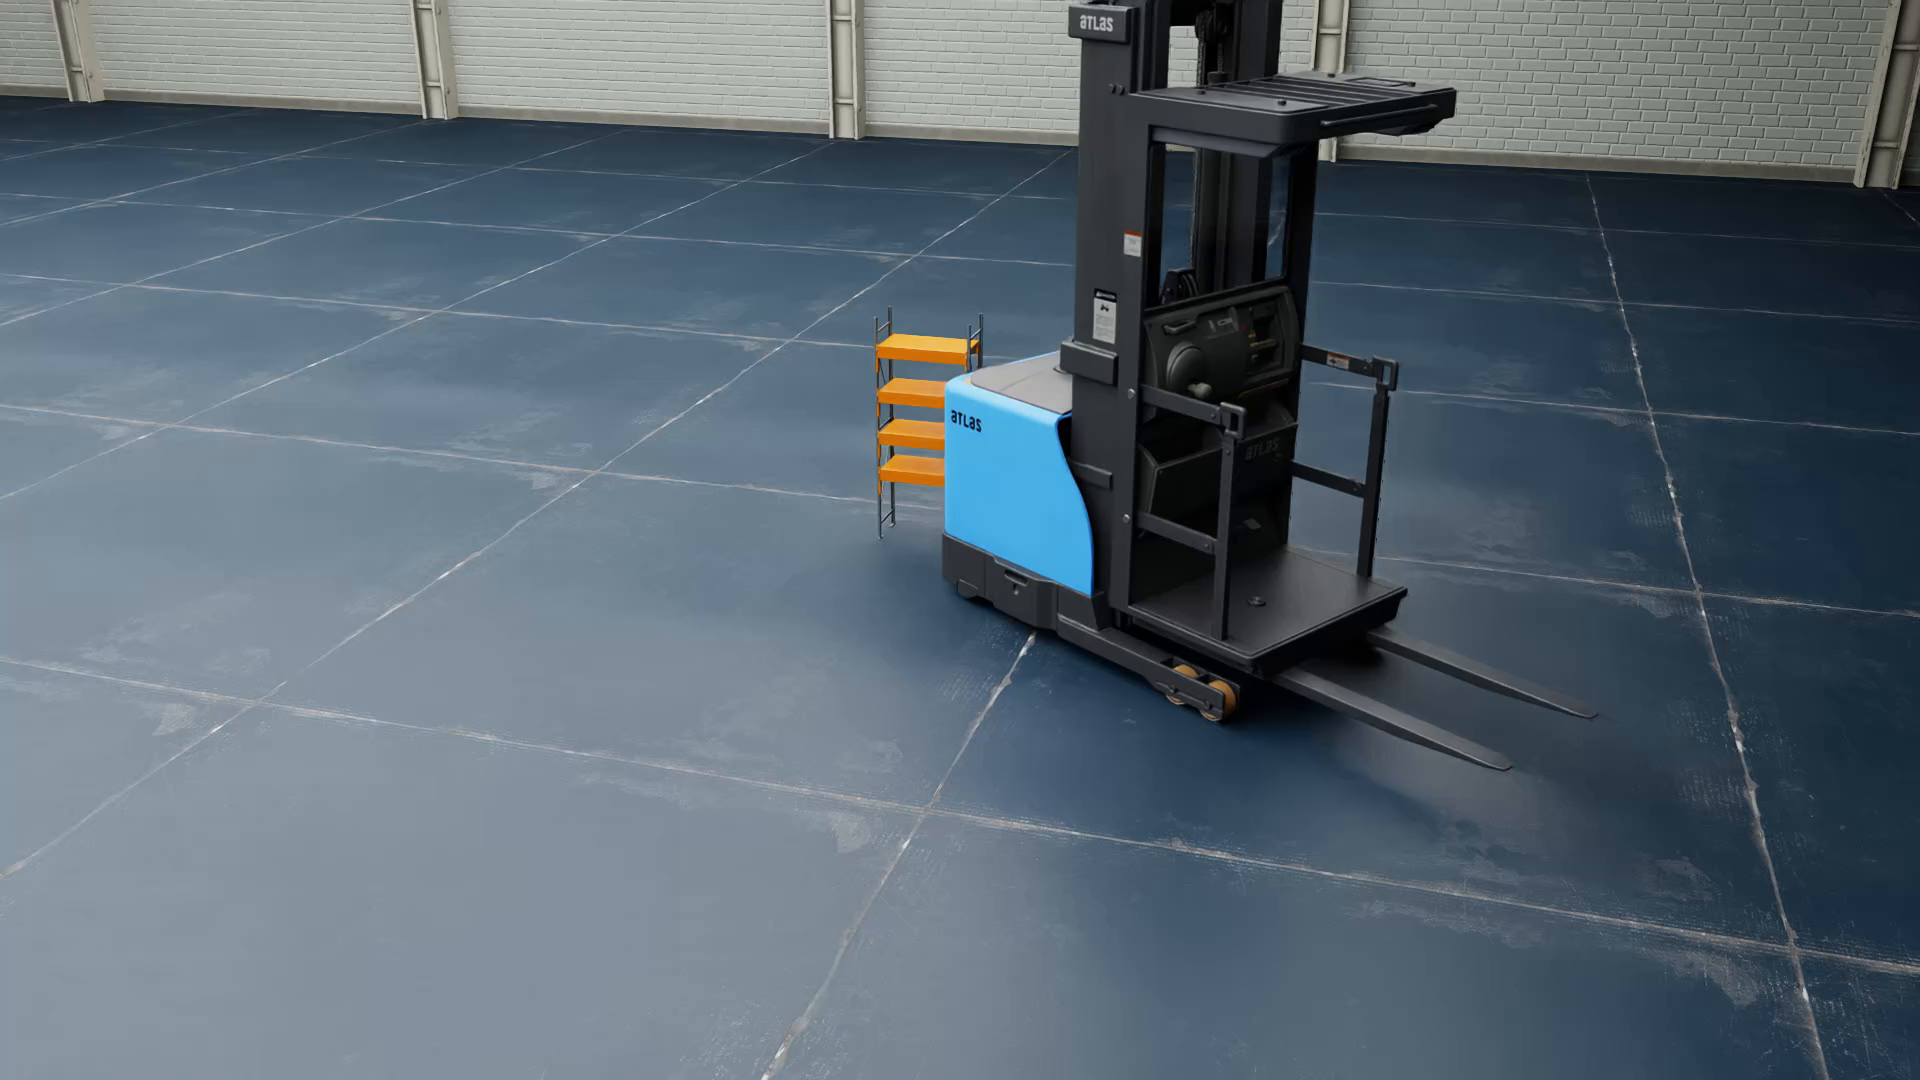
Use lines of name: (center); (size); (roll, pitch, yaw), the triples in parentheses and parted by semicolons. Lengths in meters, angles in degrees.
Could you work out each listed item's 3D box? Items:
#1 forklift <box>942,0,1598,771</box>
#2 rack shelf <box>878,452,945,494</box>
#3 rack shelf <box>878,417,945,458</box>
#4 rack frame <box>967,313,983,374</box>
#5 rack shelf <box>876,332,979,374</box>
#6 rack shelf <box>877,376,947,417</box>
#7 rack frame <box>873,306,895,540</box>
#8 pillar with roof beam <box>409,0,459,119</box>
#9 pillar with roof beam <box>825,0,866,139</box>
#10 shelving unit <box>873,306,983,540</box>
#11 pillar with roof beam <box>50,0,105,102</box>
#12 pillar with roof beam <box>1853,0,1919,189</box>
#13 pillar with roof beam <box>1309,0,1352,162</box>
forklift: (1.260, -0.818, 6.901); (1.130, 2.935, 3.031); (-18, 29, -38)
rack shelf: (-0.158, -0.327, 8.687); (0.480, 0.148, 0.258); (7, 23, 16)
rack shelf: (-0.158, -0.511, 8.612); (0.480, 0.148, 0.258); (7, 23, 16)
rack frame: (0.075, -0.547, 8.521); (0.015, 1.200, 0.240); (7, 23, 16)
rack shelf: (-0.158, -0.937, 8.437); (0.480, 0.148, 0.258); (7, 23, 16)
rack shelf: (-0.158, -0.718, 8.527); (0.480, 0.148, 0.258); (7, 23, 16)
rack frame: (-0.392, -0.600, 8.652); (0.015, 1.200, 0.240); (7, 23, 16)
pillar with roof beam: (-8.433, -8.461, 17.539); (0.400, 9.000, 9.100); (7, 23, 16)
pillar with roof beam: (-2.689, -7.803, 15.936); (0.400, 9.000, 9.100); (7, 23, 16)
shelving unit: (-0.158, -0.573, 8.587); (0.503, 1.200, 0.258); (7, 23, 16)
pillar with roof beam: (-14.177, -9.119, 19.143); (0.400, 9.000, 9.100); (7, 23, 16)
pillar with roof beam: (8.799, -6.488, 12.729); (0.400, 9.000, 9.100); (7, 23, 16)
pillar with roof beam: (3.055, -7.146, 14.332); (0.400, 9.000, 9.100); (7, 23, 16)
